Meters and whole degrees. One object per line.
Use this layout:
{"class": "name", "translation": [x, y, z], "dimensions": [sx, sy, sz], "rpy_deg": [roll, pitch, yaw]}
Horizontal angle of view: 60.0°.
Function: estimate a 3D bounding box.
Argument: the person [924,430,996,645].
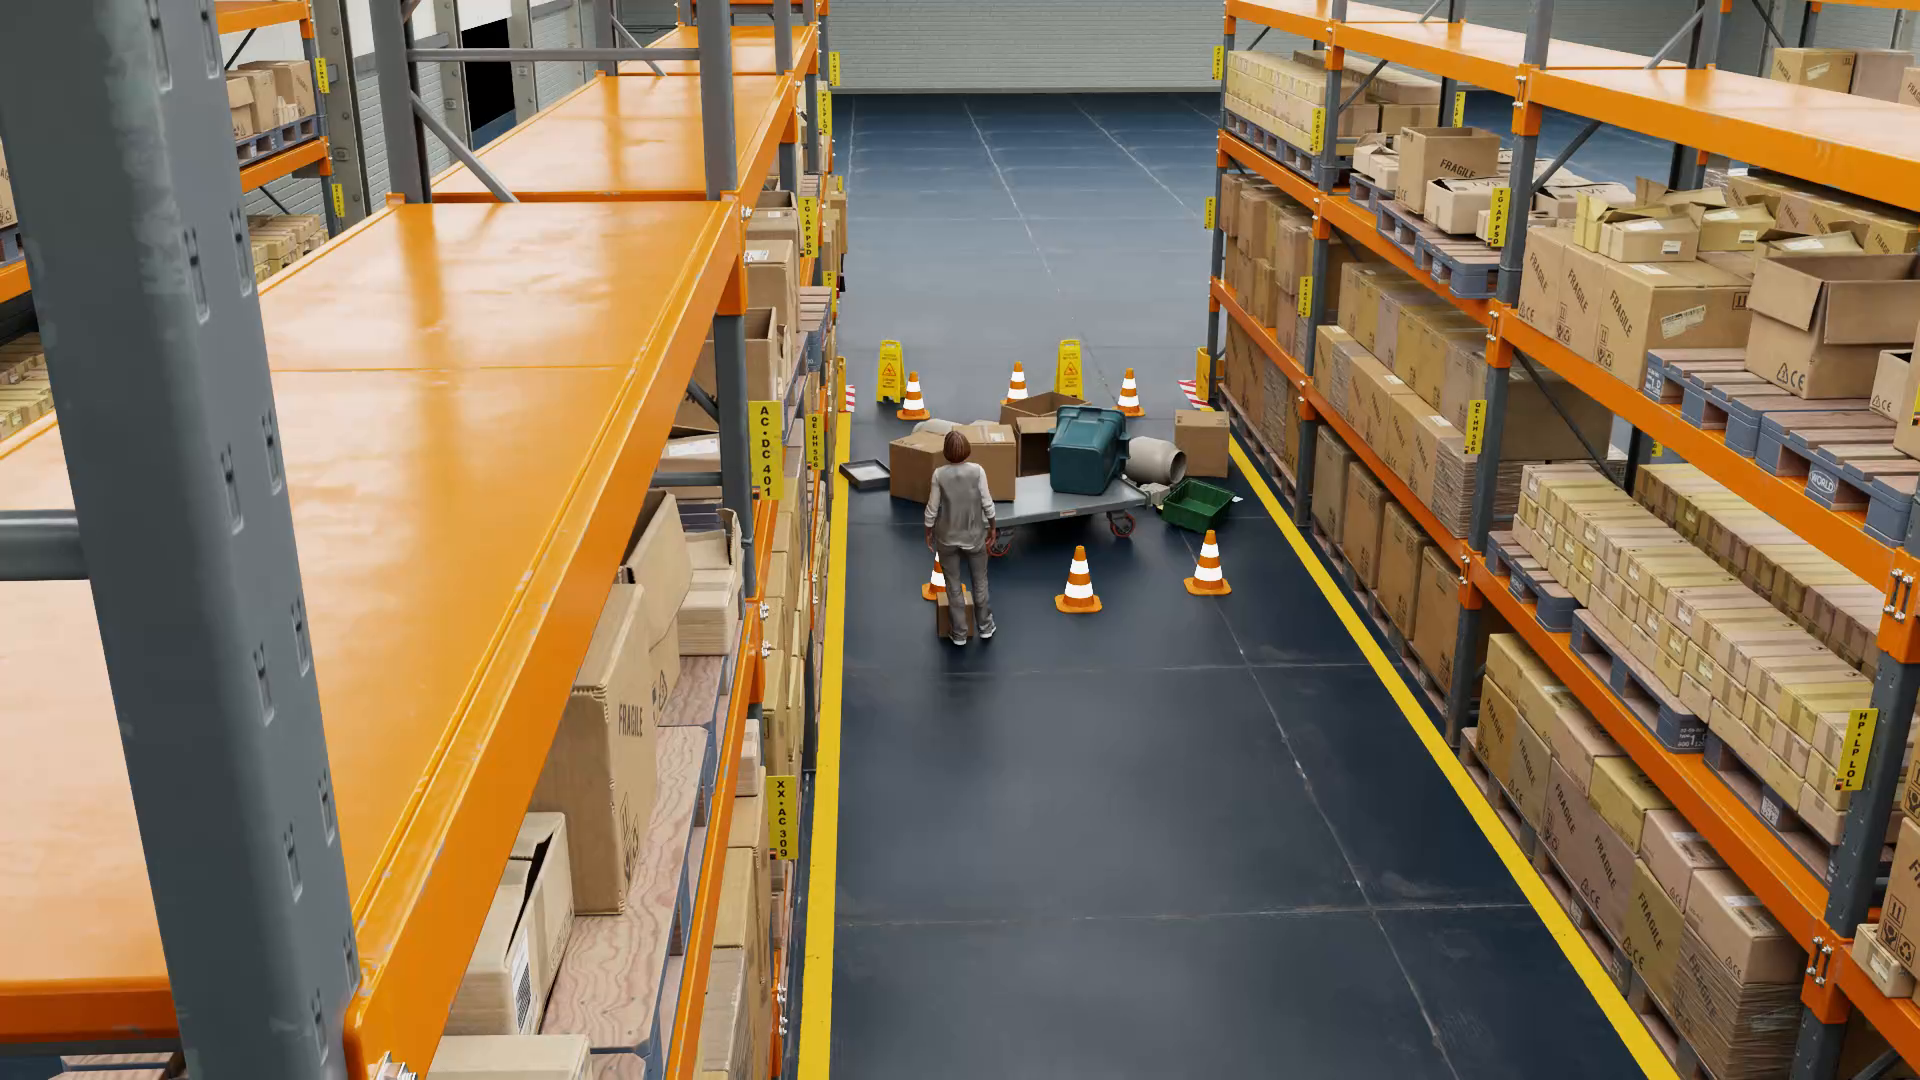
{"class": "person", "translation": [0.008, -0.034, 11.657], "dimensions": [0.520, 1.600, 0.472], "rpy_deg": [-1, 21, -3]}
